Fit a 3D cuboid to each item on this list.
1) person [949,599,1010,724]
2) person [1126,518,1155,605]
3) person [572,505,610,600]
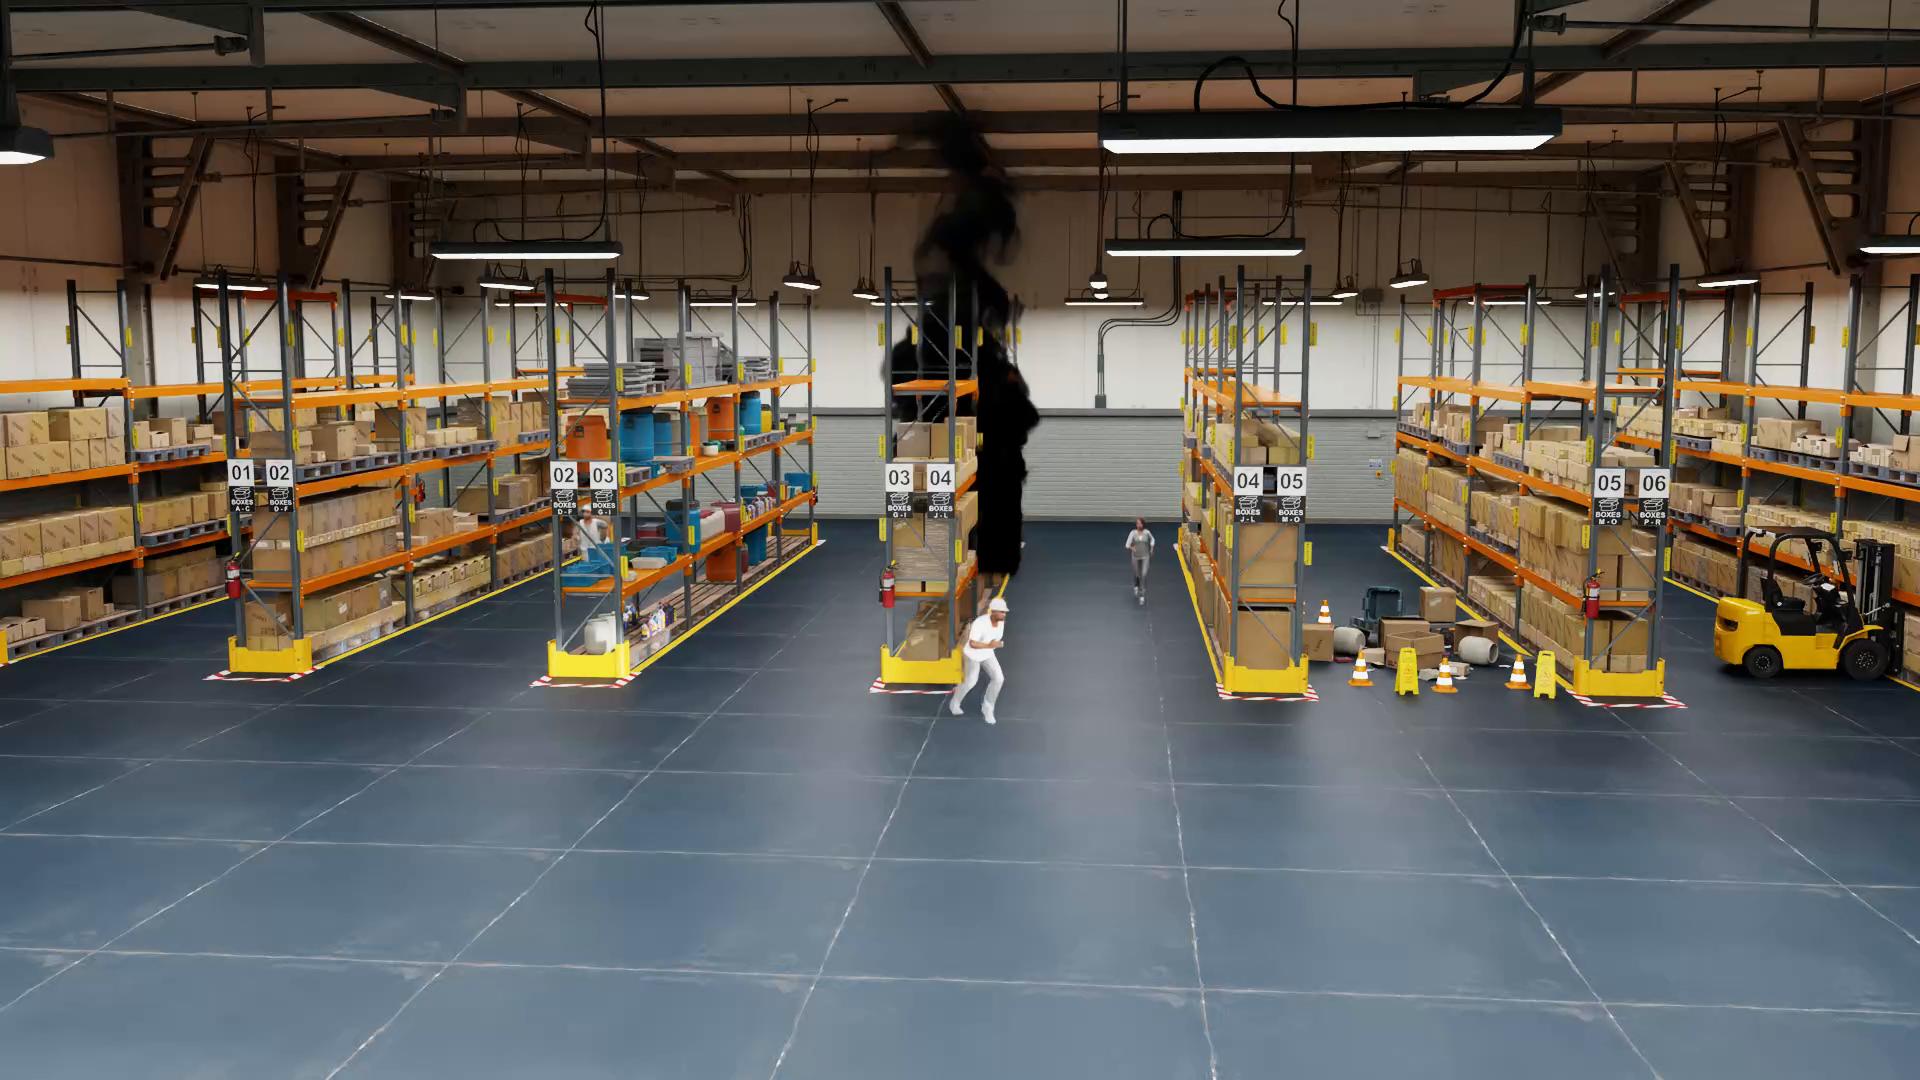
[{"bbox_3d":[0.265,1.572,21.755,0.992,1.698,0.740,6,9,42],"label":"person"},{"bbox_3d":[3.426,0.372,31.621,0.552,1.600,0.894,1,7,5],"label":"person"},{"bbox_3d":[-7.108,0.229,32.050,0.674,1.817,0.904,0,7,3],"label":"person"}]
